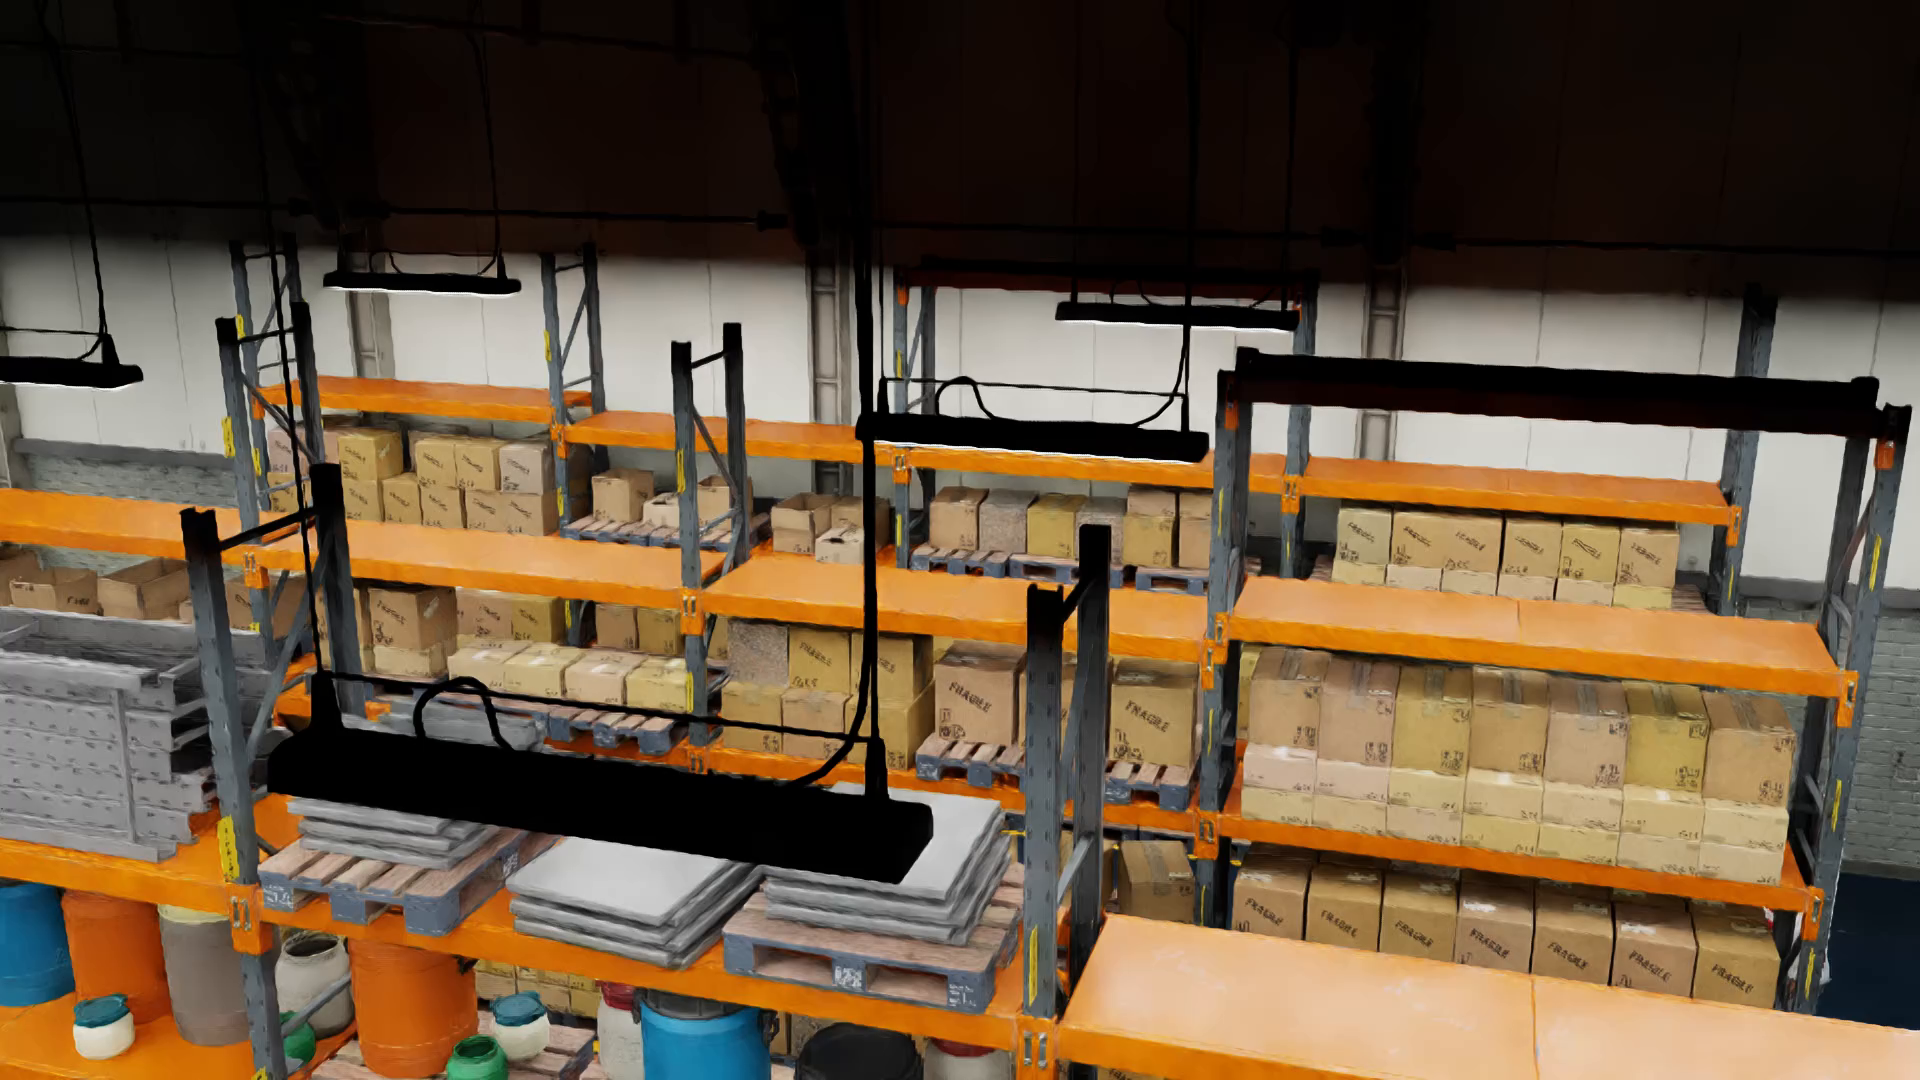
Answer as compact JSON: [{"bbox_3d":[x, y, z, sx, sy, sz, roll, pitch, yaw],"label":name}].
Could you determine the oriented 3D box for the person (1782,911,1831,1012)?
[{"bbox_3d":[6.846,3.505,13.534,0.578,1.714,0.719,4,17,15],"label":"person"}]
